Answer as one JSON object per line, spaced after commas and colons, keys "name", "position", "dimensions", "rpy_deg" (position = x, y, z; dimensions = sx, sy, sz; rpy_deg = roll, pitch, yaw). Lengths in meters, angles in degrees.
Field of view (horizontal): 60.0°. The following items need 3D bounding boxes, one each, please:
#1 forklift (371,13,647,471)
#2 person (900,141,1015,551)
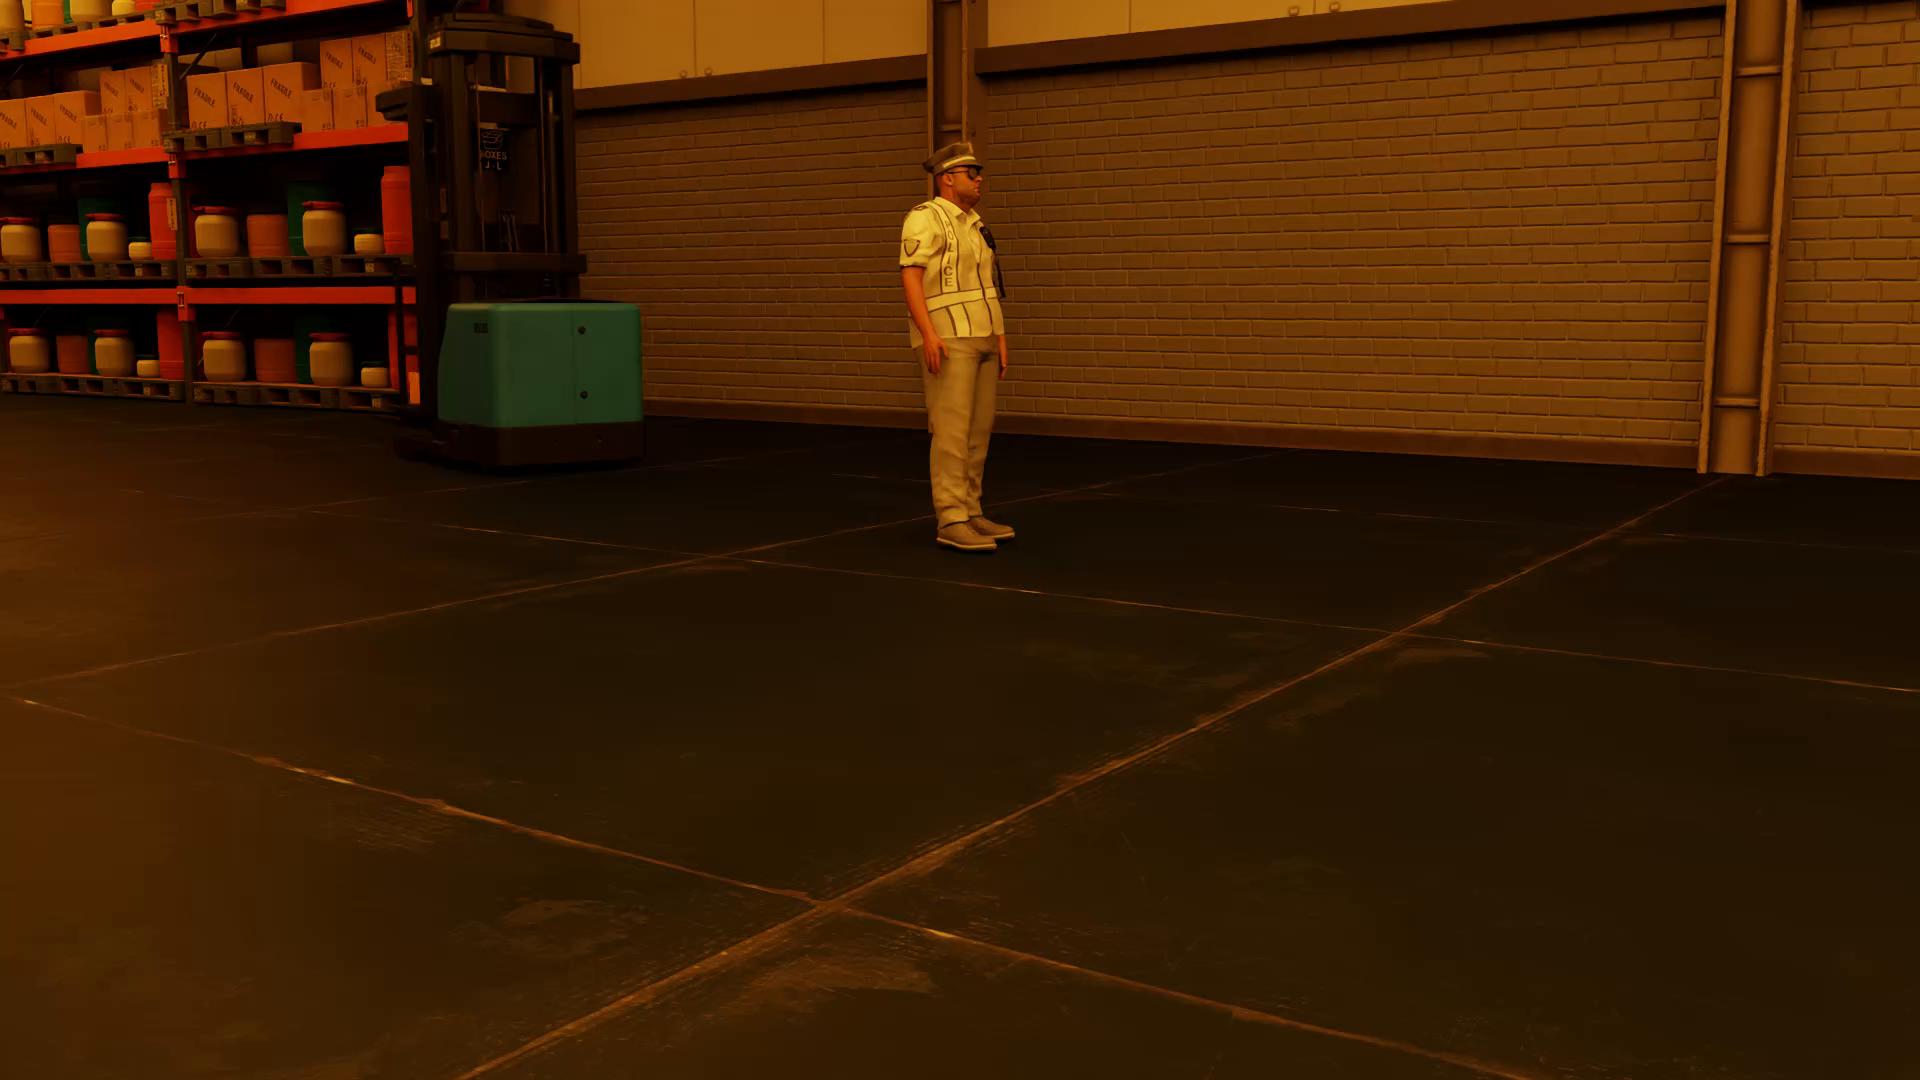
{"name": "forklift", "position": [-3.341, -2.046, 11.581], "dimensions": [1.130, 2.935, 3.031], "rpy_deg": [-6, 10, -37]}
{"name": "person", "position": [0.057, -0.882, 7.424], "dimensions": [0.575, 1.781, 0.640], "rpy_deg": [5, 10, 34]}
